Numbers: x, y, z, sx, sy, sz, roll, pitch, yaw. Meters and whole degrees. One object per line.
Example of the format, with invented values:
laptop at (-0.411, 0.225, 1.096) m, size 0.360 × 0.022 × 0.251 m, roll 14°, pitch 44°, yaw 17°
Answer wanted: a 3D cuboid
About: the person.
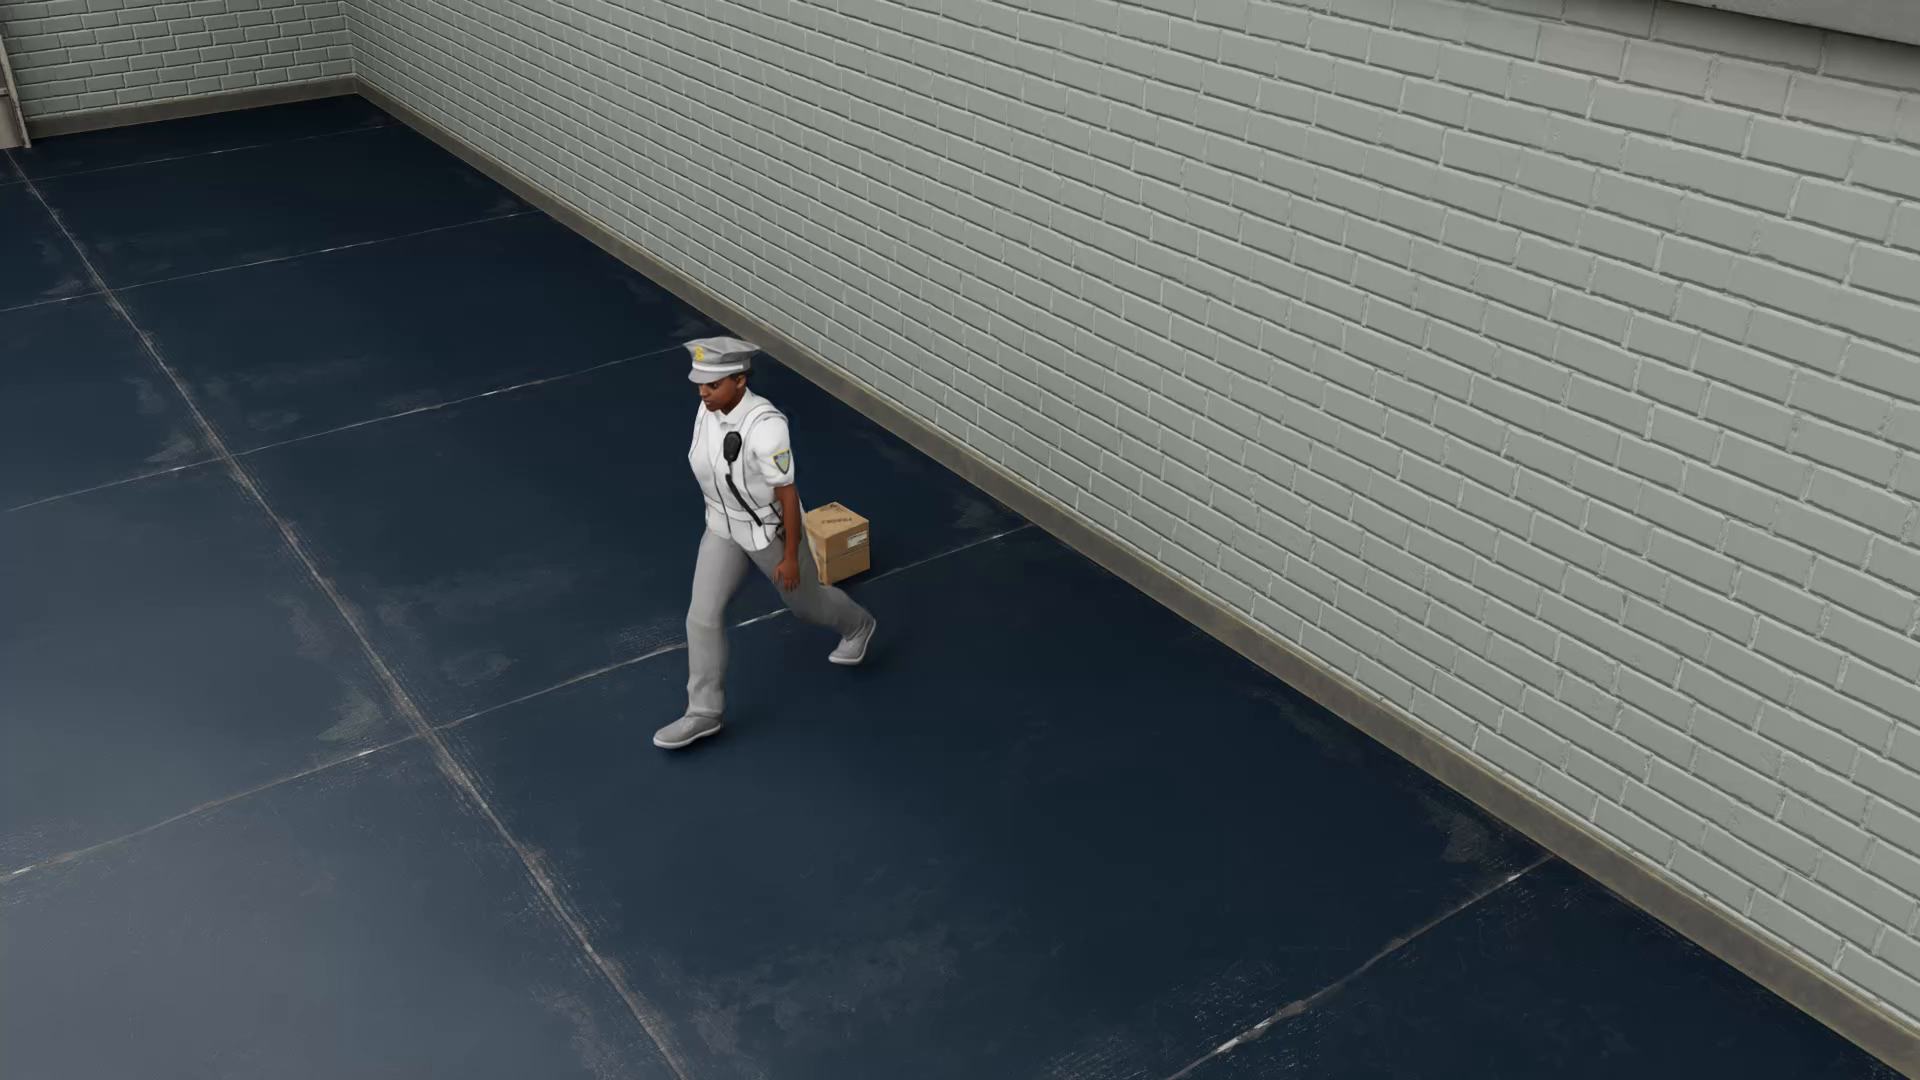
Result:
person at (-0.732, -0.052, 6.243) m, size 0.449 × 1.607 × 1.069 m, roll 19°, pitch 34°, yaw 31°
